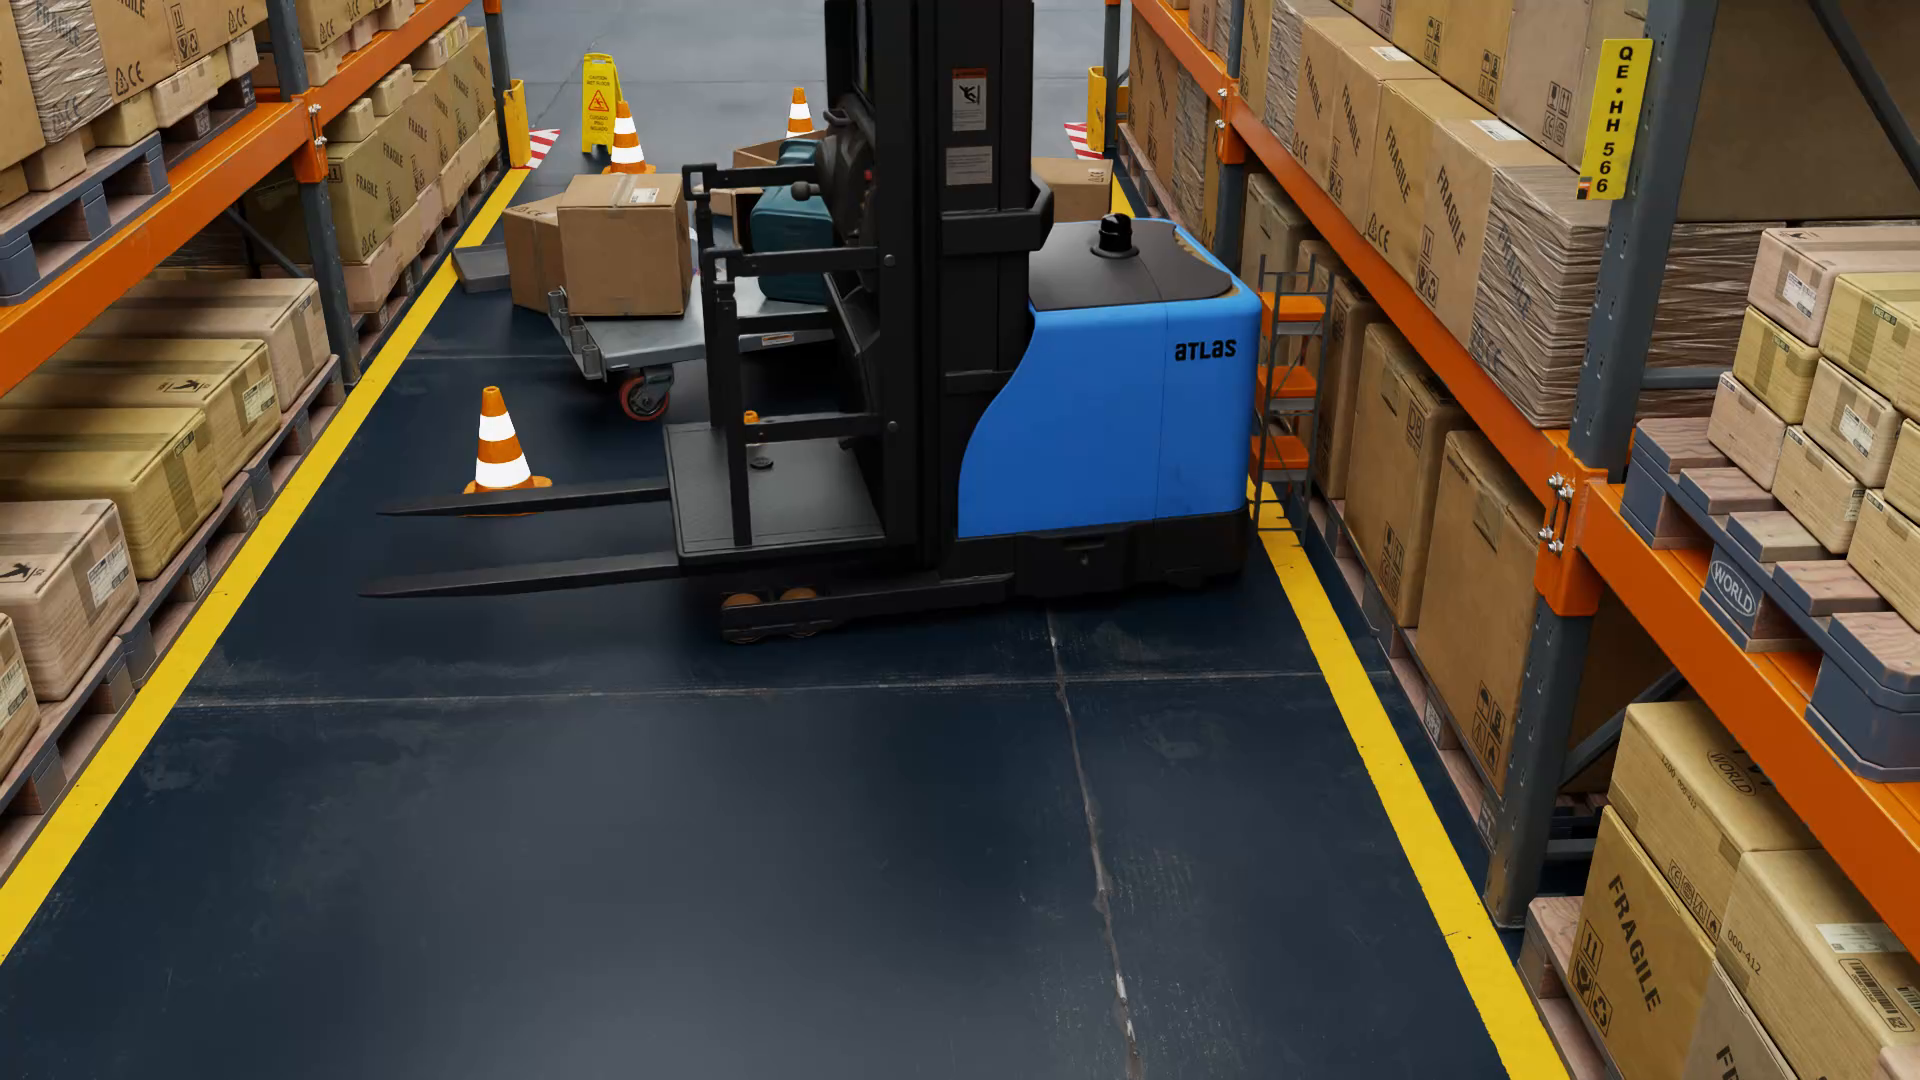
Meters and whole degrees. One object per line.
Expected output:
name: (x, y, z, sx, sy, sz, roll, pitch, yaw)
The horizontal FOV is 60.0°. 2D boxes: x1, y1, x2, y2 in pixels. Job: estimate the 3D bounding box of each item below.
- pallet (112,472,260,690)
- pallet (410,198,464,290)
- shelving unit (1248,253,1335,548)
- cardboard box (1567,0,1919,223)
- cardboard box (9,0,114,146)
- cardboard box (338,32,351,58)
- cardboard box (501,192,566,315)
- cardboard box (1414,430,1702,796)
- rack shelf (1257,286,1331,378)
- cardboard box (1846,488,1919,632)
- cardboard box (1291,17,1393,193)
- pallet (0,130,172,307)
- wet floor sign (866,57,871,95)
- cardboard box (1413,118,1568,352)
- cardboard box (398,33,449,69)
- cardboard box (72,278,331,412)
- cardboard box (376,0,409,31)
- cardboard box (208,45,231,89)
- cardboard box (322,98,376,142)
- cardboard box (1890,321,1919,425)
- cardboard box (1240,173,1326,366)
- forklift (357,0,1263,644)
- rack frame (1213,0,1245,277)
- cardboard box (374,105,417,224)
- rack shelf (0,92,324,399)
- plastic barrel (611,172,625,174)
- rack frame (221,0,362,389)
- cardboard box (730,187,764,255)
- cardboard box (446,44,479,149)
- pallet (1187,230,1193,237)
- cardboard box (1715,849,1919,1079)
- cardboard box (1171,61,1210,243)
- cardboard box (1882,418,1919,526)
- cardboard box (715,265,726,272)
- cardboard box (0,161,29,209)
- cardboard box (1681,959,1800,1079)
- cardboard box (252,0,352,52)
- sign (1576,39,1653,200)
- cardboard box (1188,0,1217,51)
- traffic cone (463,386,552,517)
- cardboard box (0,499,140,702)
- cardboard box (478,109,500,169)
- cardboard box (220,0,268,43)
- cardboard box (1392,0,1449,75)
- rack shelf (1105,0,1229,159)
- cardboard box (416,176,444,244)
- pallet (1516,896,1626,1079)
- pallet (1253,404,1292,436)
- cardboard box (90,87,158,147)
pallet: (-3.150, 0.123, 5.785, 1.003, 0.211, 1.213, -1, 28, -3)
pallet: (-3.396, -1.675, 9.233, 1.003, 0.211, 1.213, -1, 28, -3)
shelving unit: (1.178, -0.499, 6.063, 0.215, 1.050, 0.252, -1, 26, -4)
cardboard box: (1.874, -1.051, 3.833, 0.700, 0.500, 0.500, -2, 28, -3)
cardboard box: (-2.930, -1.483, 4.965, 0.500, 0.500, 0.500, -2, 28, -5)
cardboard box: (-3.064, -2.317, 7.720, 0.380, 0.149, 0.250, -2, 28, -3)
cardboard box: (-1.956, -1.458, 8.502, 0.500, 0.500, 0.500, 19, 33, 32)
cardboard box: (1.946, 0.172, 4.656, 1.050, 0.750, 0.750, -2, 28, -3)
rack shelf: (1.180, -0.744, 5.942, 0.215, 0.259, 0.240, -1, 26, -4)
cardboard box: (1.738, 0.029, 2.768, 0.380, 0.149, 0.250, 0, 28, 0)
cardboard box: (1.488, -1.534, 5.840, 0.500, 0.500, 0.500, -2, 28, -3)
pallet: (-3.194, -1.018, 5.166, 1.003, 0.211, 1.213, -1, 28, -3)
wet floor sign: (-0.509, -2.972, 11.251, 0.267, 0.644, 0.232, -6, 28, -11)
cardboard box: (1.572, -0.832, 4.494, 0.500, 0.500, 0.500, -1, 28, -3)
cardboard box: (-3.057, -2.702, 9.194, 0.380, 0.149, 0.250, 0, 28, 0)
cardboard box: (-3.229, -0.816, 6.959, 0.950, 0.372, 0.625, -1, 28, -2)
cardboard box: (-3.013, -2.670, 8.398, 0.380, 0.149, 0.250, -1, 28, -2)
cardboard box: (-2.960, -1.759, 6.196, 0.380, 0.149, 0.250, -2, 28, -4)
cardboard box: (-2.967, -1.963, 7.776, 0.380, 0.149, 0.250, -1, 28, -2)
cardboard box: (1.744, -0.239, 2.639, 0.380, 0.149, 0.250, -2, 28, -3)
cardboard box: (1.801, -1.108, 7.109, 1.050, 0.750, 0.750, -2, 28, -3)
forklift: (-0.554, -1.218, 5.415, 3.031, 2.935, 1.130, -6, 28, -11)
rack frame: (1.679, -2.204, 7.231, 1.000, 3.000, 0.127, -1, 28, -3)
cardboard box: (-3.060, -1.863, 8.286, 0.500, 0.500, 0.500, 0, 28, -1)
rack shelf: (-3.155, -0.795, 5.308, 1.077, 0.370, 4.000, -1, 28, -3)
plastic barrel: (-1.848, -1.825, 9.291, 0.512, 0.421, 0.421, 19, 33, 32)
rack frame: (-3.259, -2.037, 6.913, 1.000, 3.000, 0.127, -1, 28, -3)
cardboard box: (-0.791, -1.656, 8.735, 0.797, 0.637, 0.503, -1, 28, -3)
cardboard box: (-3.135, -2.579, 9.660, 0.500, 0.500, 0.500, 0, 28, -1)
pallet: (1.717, -1.320, 8.553, 1.003, 0.211, 1.213, -1, 28, -3)
cardboard box: (1.709, 0.792, 2.926, 0.500, 0.250, 0.500, -2, 28, -3)
cardboard box: (1.665, -2.156, 8.984, 0.875, 0.875, 0.875, -1, 28, -2)
cardboard box: (1.746, -0.087, 2.668, 0.380, 0.149, 0.250, -2, 28, -4)
cardboard box: (-1.158, -1.253, 8.365, 0.258, 0.266, 0.396, -23, 35, -37)
cardboard box: (-2.969, -1.045, 4.827, 0.380, 0.149, 0.250, 0, 28, -1)
cardboard box: (1.700, 1.131, 3.087, 0.500, 0.500, 0.500, -1, 28, -2)
cardboard box: (-3.004, -2.423, 7.223, 0.500, 0.500, 0.500, -1, 28, -3)
sign: (1.334, -0.855, 3.393, 0.100, 0.325, 0.005, -1, 28, -3)
cardboard box: (1.596, -2.694, 8.009, 0.875, 0.550, 0.550, -1, 28, -3)
traffic cone: (-1.796, -0.374, 6.466, 0.336, 0.463, 0.334, -1, 28, -3)
cardboard box: (-3.116, 0.187, 5.035, 0.950, 0.372, 0.625, -2, 28, -4)
cardboard box: (-3.156, -2.474, 10.269, 0.500, 0.250, 0.500, -2, 28, -3)
cardboard box: (-3.006, -2.192, 6.325, 0.500, 0.500, 0.500, -2, 28, -4)
cardboard box: (1.791, -1.758, 5.187, 0.700, 0.500, 0.500, -2, 28, -3)
rack shelf: (1.575, -2.808, 9.168, 1.077, 0.370, 4.000, -1, 28, -3)
cardboard box: (-3.090, -1.775, 8.928, 0.500, 0.250, 0.500, -2, 28, -3)
pallet: (1.927, 1.241, 3.642, 1.003, 0.211, 1.213, -1, 28, -3)
pallet: (1.795, -0.613, 7.196, 1.003, 0.211, 1.213, -1, 28, -3)
cardboard box: (-2.918, -1.410, 5.527, 0.380, 0.149, 0.250, -1, 28, -3)
